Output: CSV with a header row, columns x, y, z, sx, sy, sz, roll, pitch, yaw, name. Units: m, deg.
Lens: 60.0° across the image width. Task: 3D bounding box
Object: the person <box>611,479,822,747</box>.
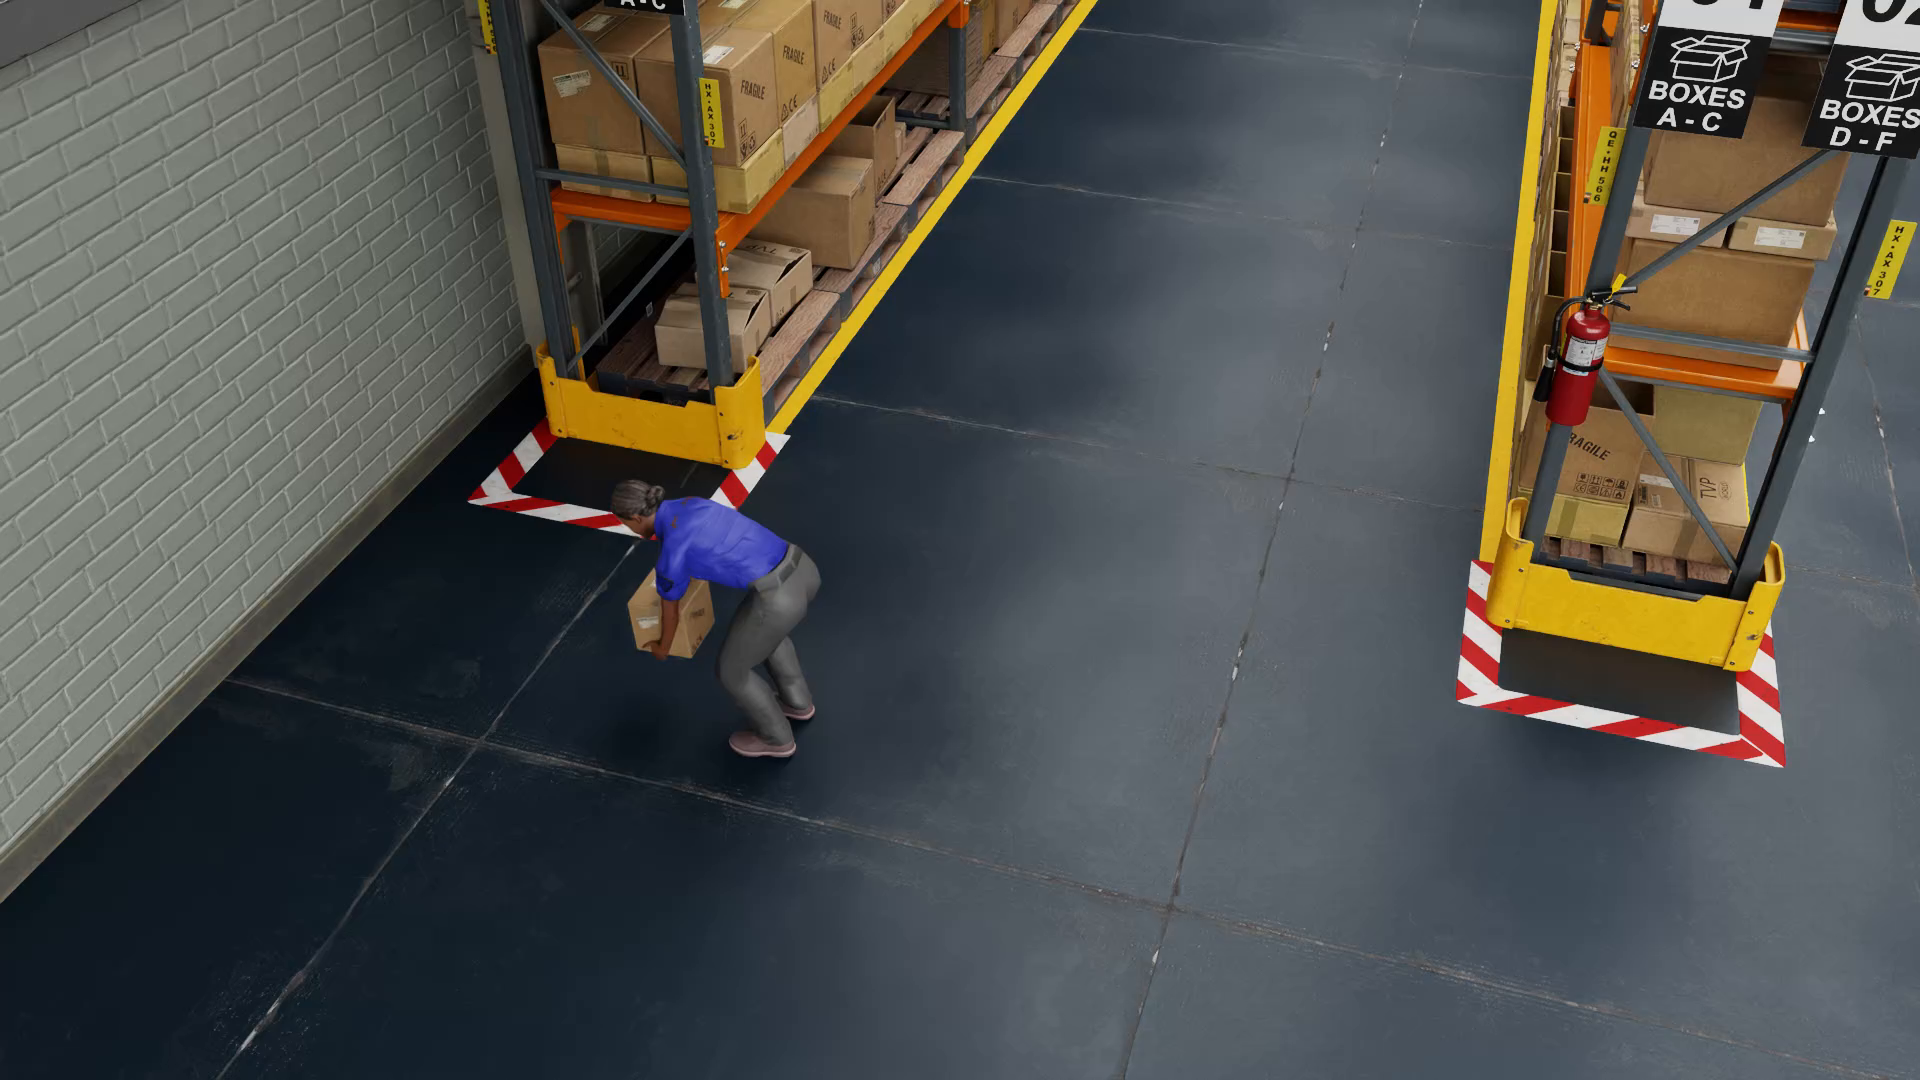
x,y,z,sx,sy,sz,roll,pitch,yaw,name
-0.984,0.275,6.836,0.824,1.147,0.429,9,38,12,person
